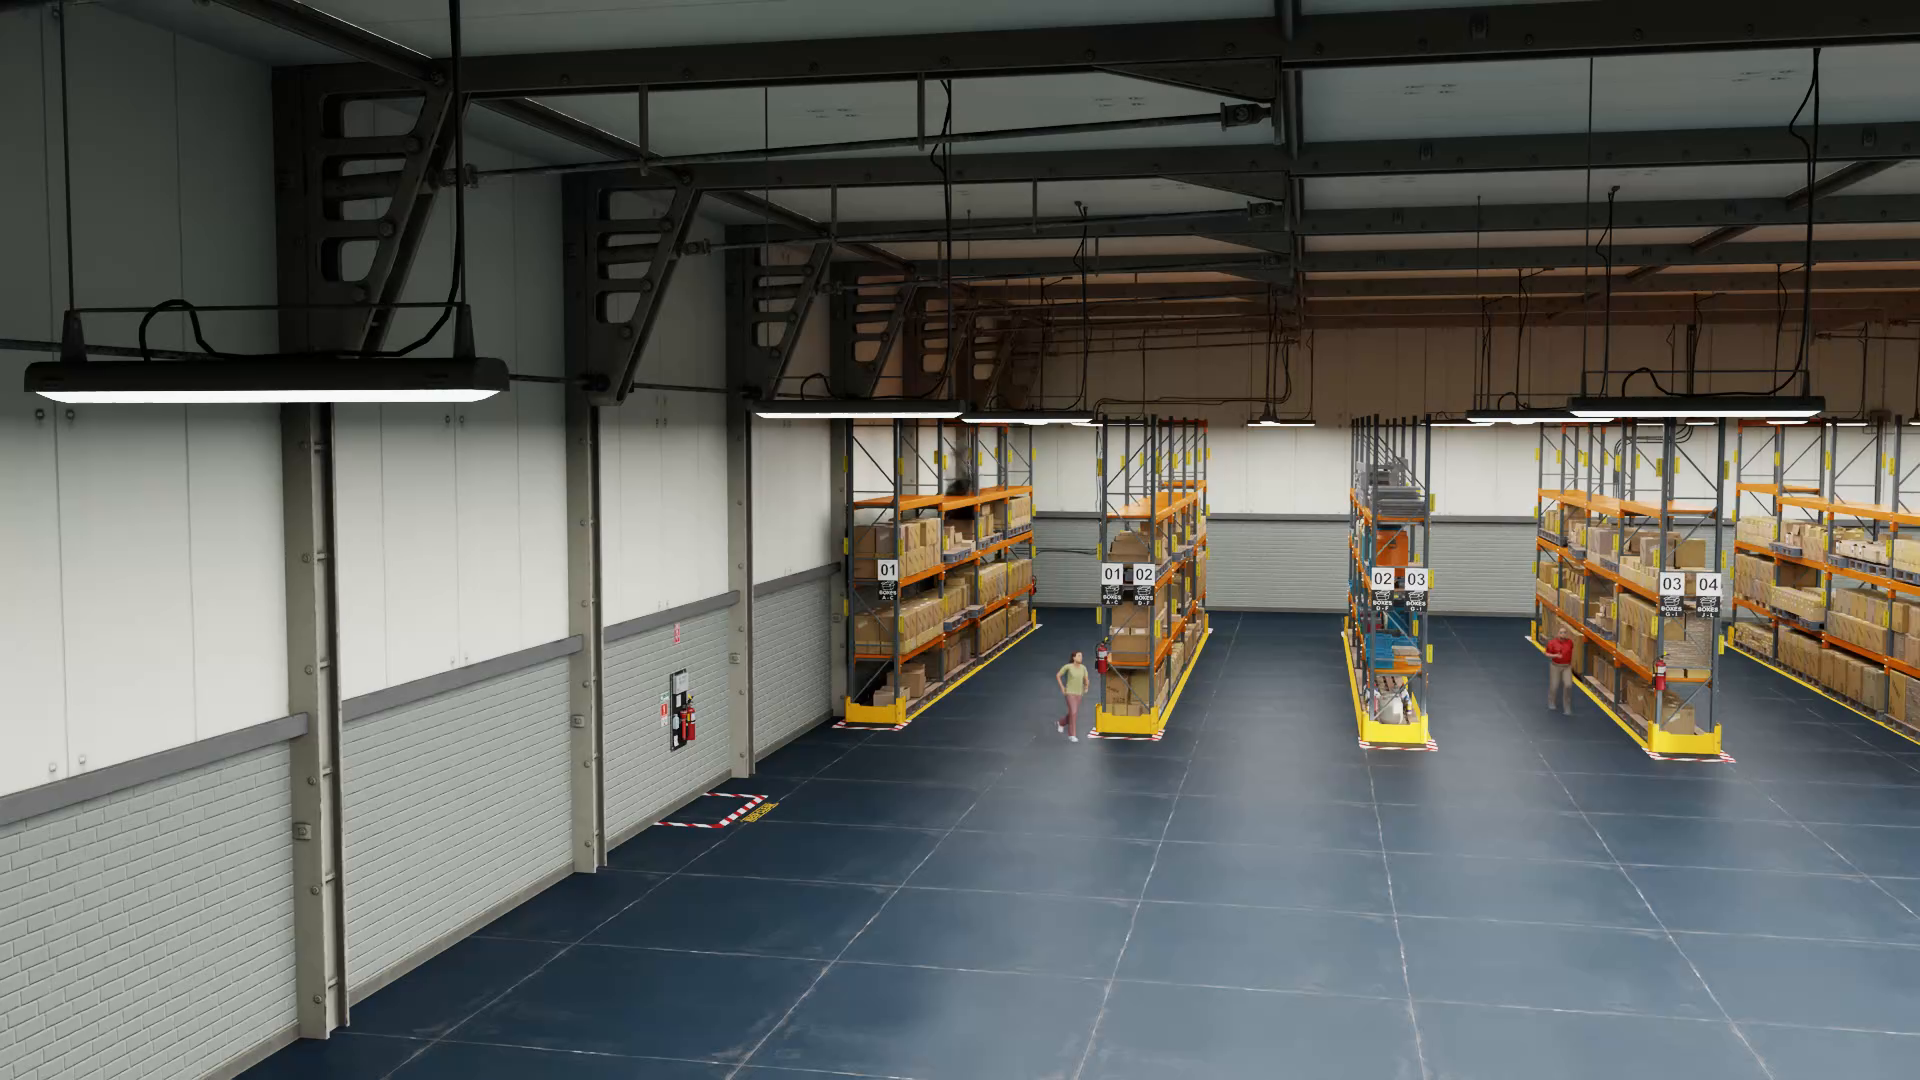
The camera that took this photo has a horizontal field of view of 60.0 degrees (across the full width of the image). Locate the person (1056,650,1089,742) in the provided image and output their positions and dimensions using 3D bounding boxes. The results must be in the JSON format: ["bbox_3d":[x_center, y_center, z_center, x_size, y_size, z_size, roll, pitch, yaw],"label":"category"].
[{"bbox_3d":[2.104,2.861,30.810,0.611,1.658,0.749,-2,4,-27],"label":"person"}]

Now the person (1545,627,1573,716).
[{"bbox_3d":[12.093,2.637,33.517,0.603,1.783,0.866,0,4,6],"label":"person"}]

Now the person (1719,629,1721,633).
[{"bbox_3d":[20.217,1.935,44.871,0.781,1.641,0.642,-1,4,-14],"label":"person"}]
